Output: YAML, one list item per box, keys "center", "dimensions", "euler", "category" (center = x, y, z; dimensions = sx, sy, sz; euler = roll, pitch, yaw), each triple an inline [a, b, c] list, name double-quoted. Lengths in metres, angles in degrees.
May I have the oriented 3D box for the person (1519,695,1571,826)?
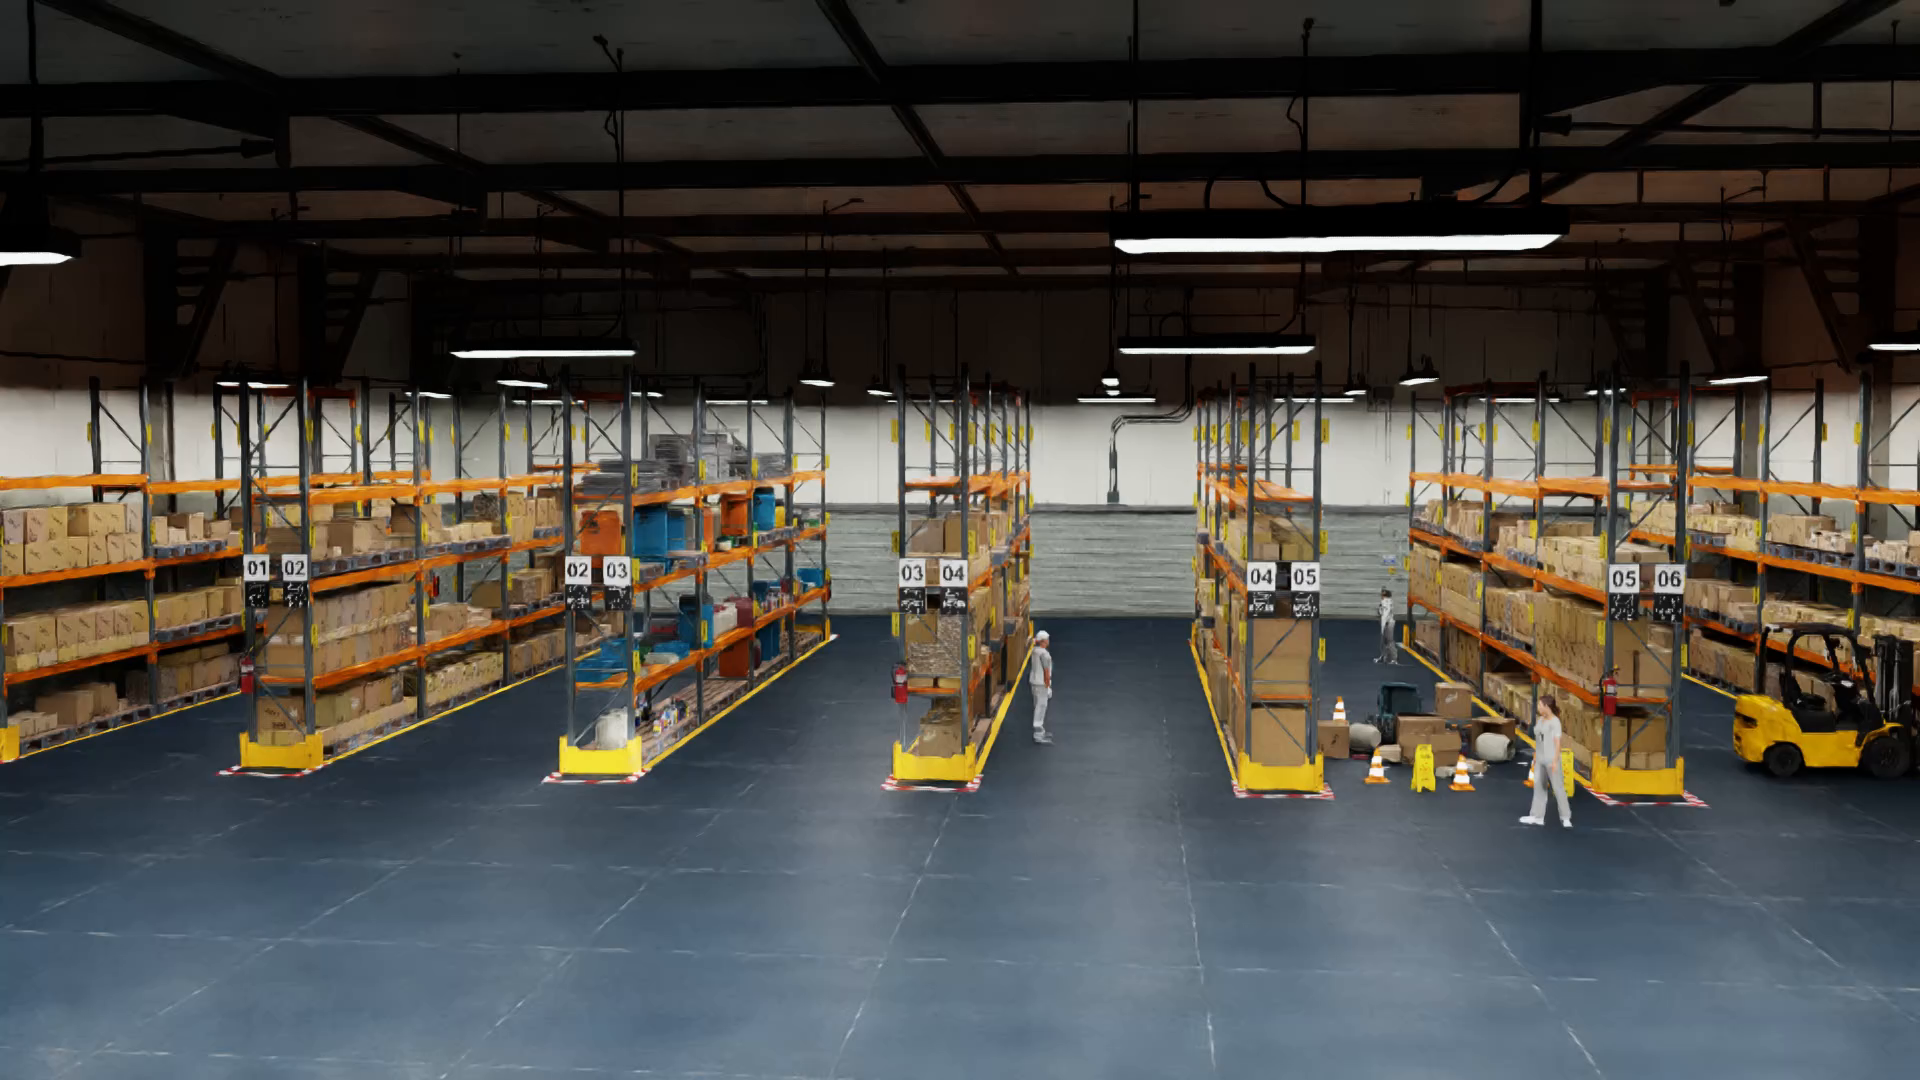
- center: [7.531, 2.811, 21.229]
  dimensions: [0.551, 1.674, 0.572]
  euler: [-1, 4, -16]
  category: "person"

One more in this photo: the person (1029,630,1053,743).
- center: [1.362, 2.357, 26.973]
  dimensions: [0.468, 1.794, 0.625]
  euler: [-1, 4, -20]
  category: "person"

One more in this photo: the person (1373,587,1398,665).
- center: [9.216, 1.846, 35.985]
  dimensions: [0.553, 1.660, 0.611]
  euler: [1, 4, 18]
  category: "person"
